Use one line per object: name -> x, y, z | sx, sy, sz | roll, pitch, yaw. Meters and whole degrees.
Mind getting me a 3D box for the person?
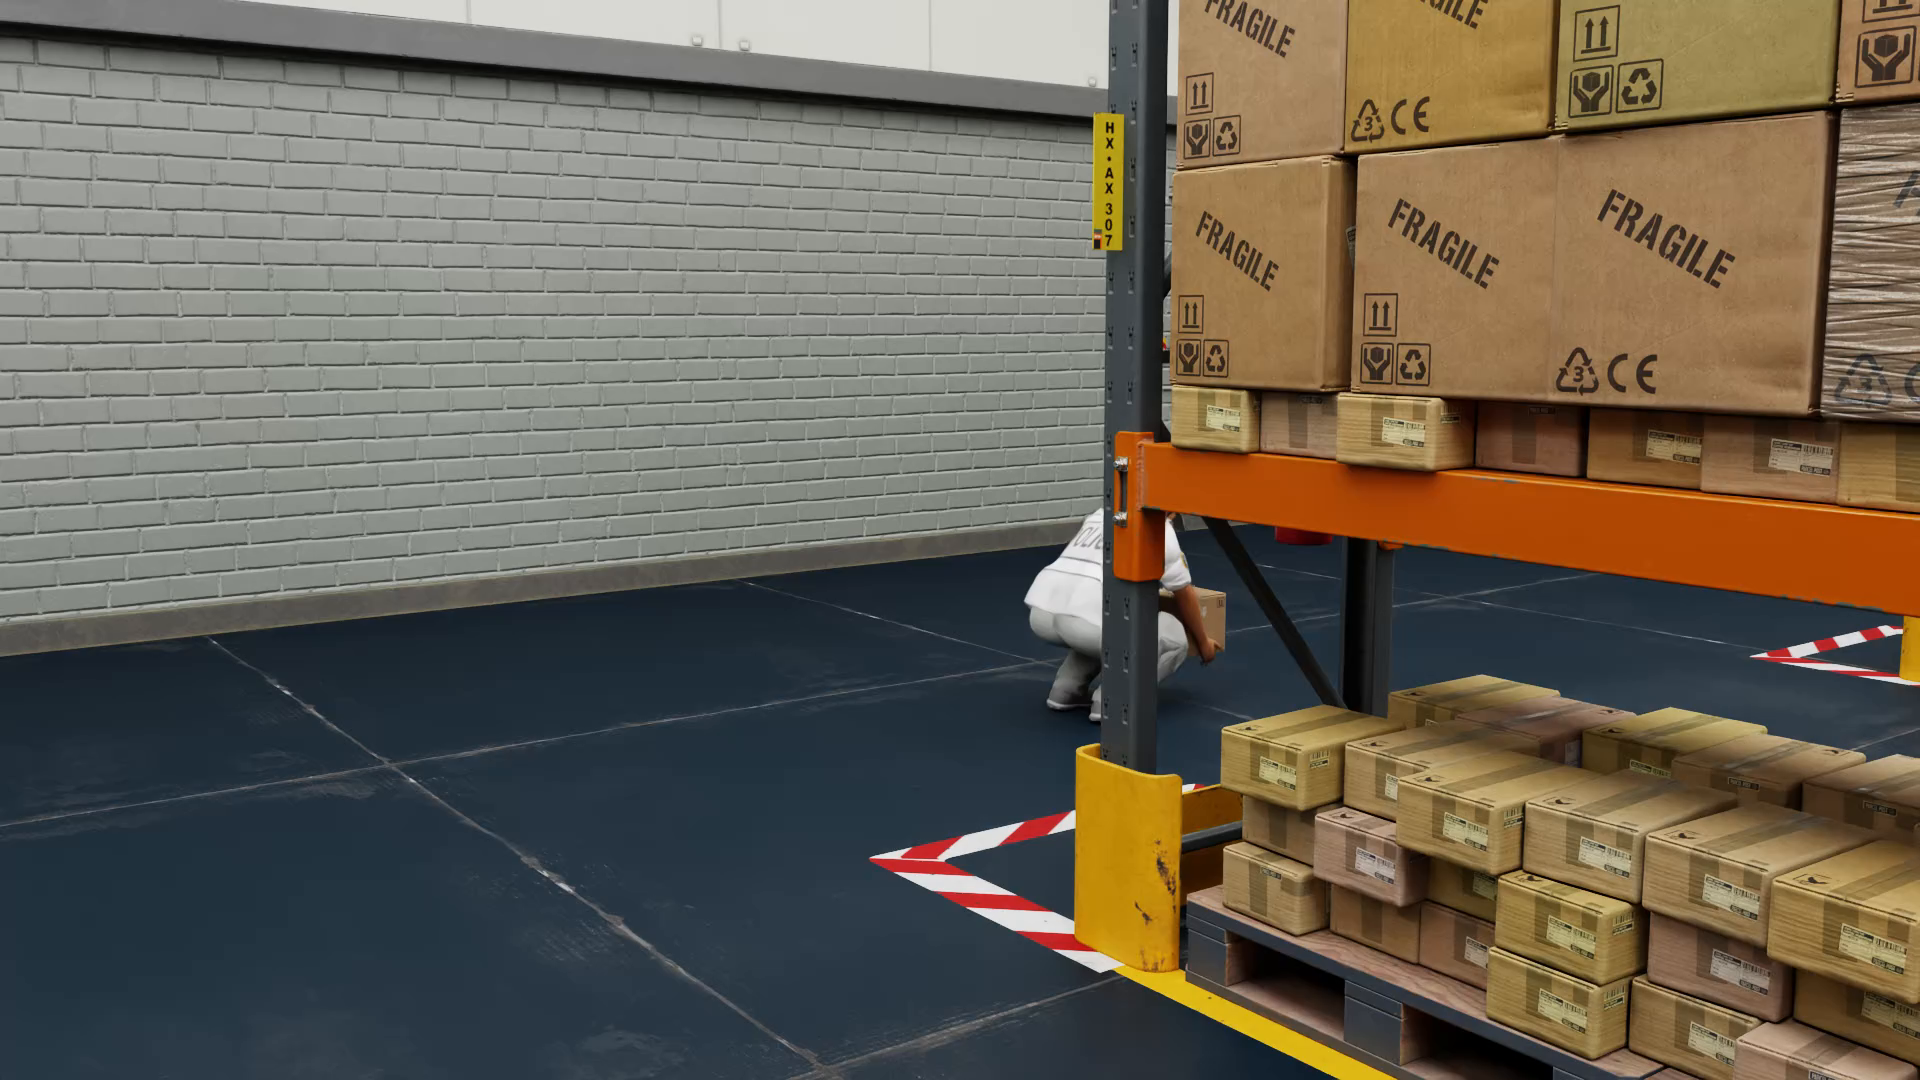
person -> 0.664, 0.231, 6.795 | 0.865, 0.953, 0.517 | -6, 10, -37
